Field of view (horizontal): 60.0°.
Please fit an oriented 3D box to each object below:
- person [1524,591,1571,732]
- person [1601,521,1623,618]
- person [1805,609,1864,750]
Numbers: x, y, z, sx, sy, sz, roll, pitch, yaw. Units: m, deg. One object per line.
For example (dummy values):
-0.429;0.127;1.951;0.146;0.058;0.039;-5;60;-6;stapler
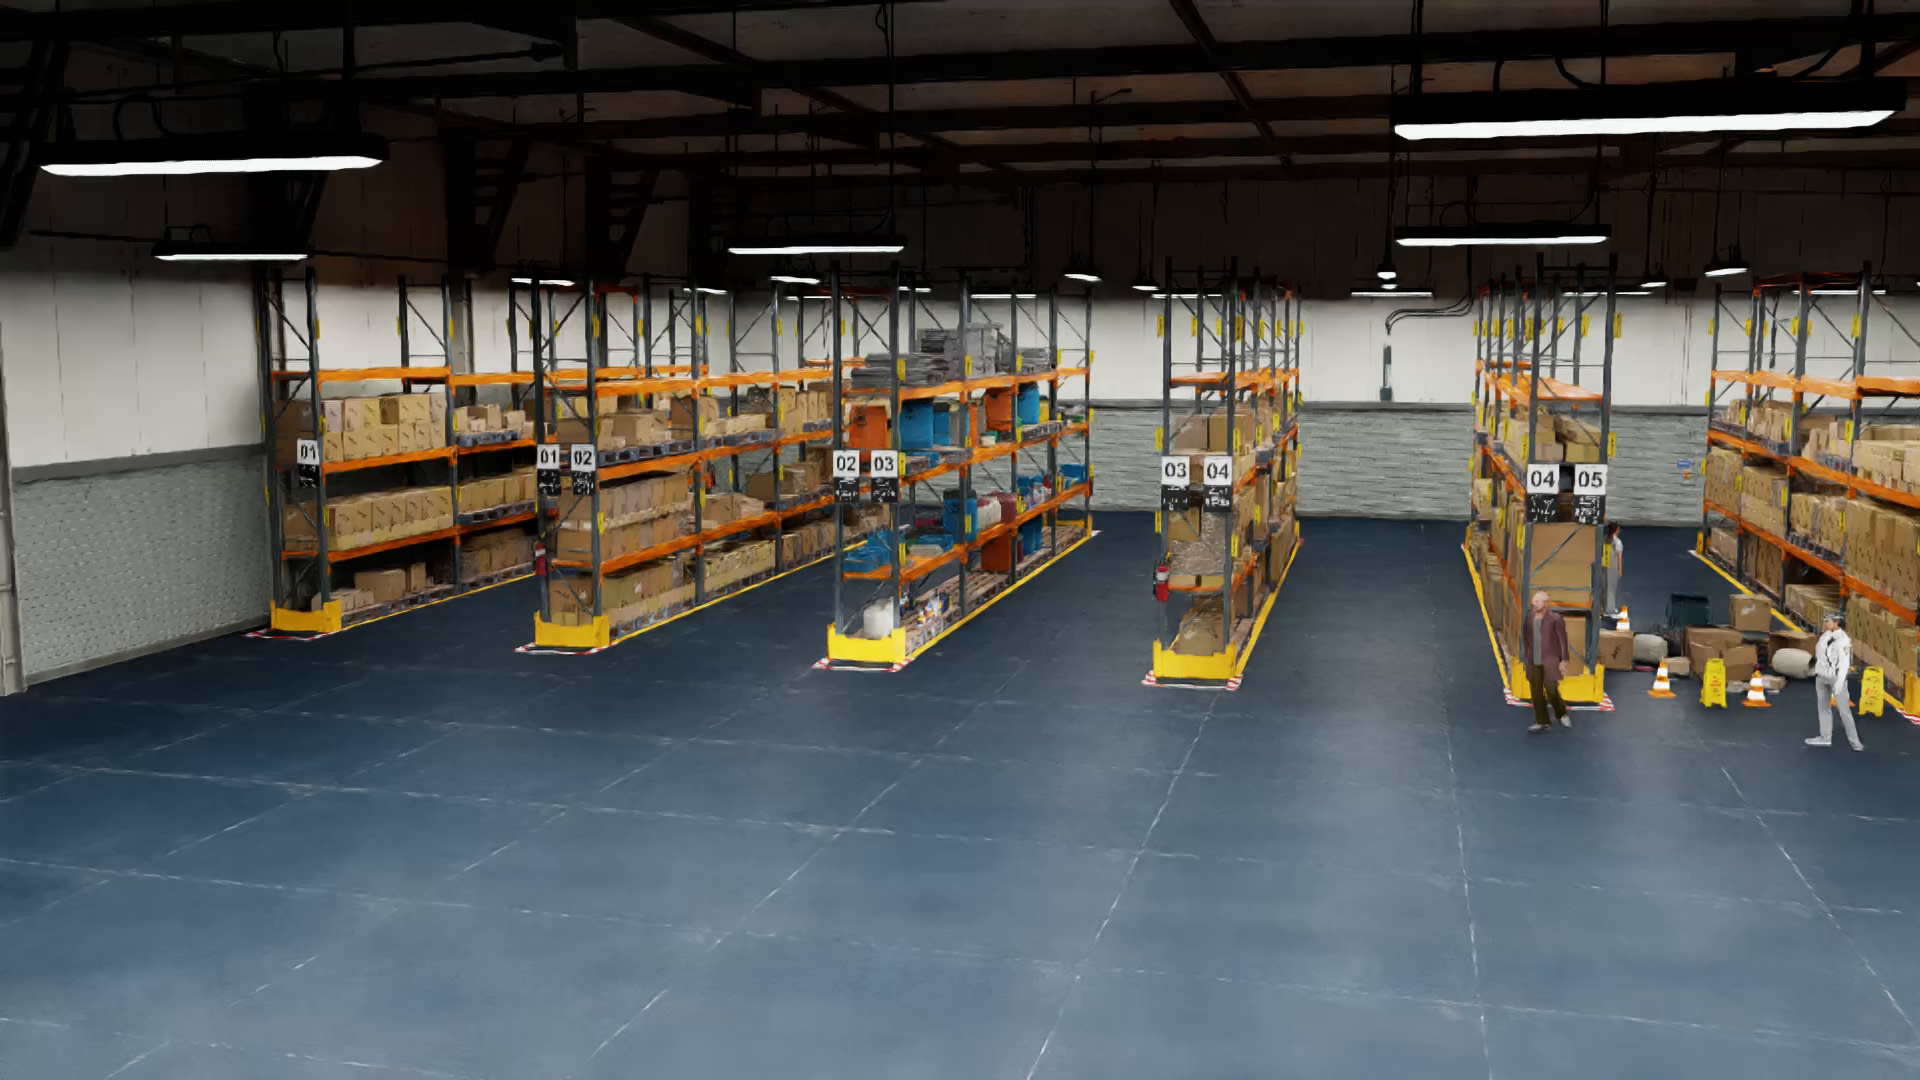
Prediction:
7.338;1.504;20.747;0.579;1.772;0.617;-6;9;-39;person
11.359;0.496;28.895;0.451;1.679;0.540;-2;7;-15;person
10.536;1.665;19.938;0.474;1.668;0.658;-1;7;-11;person
